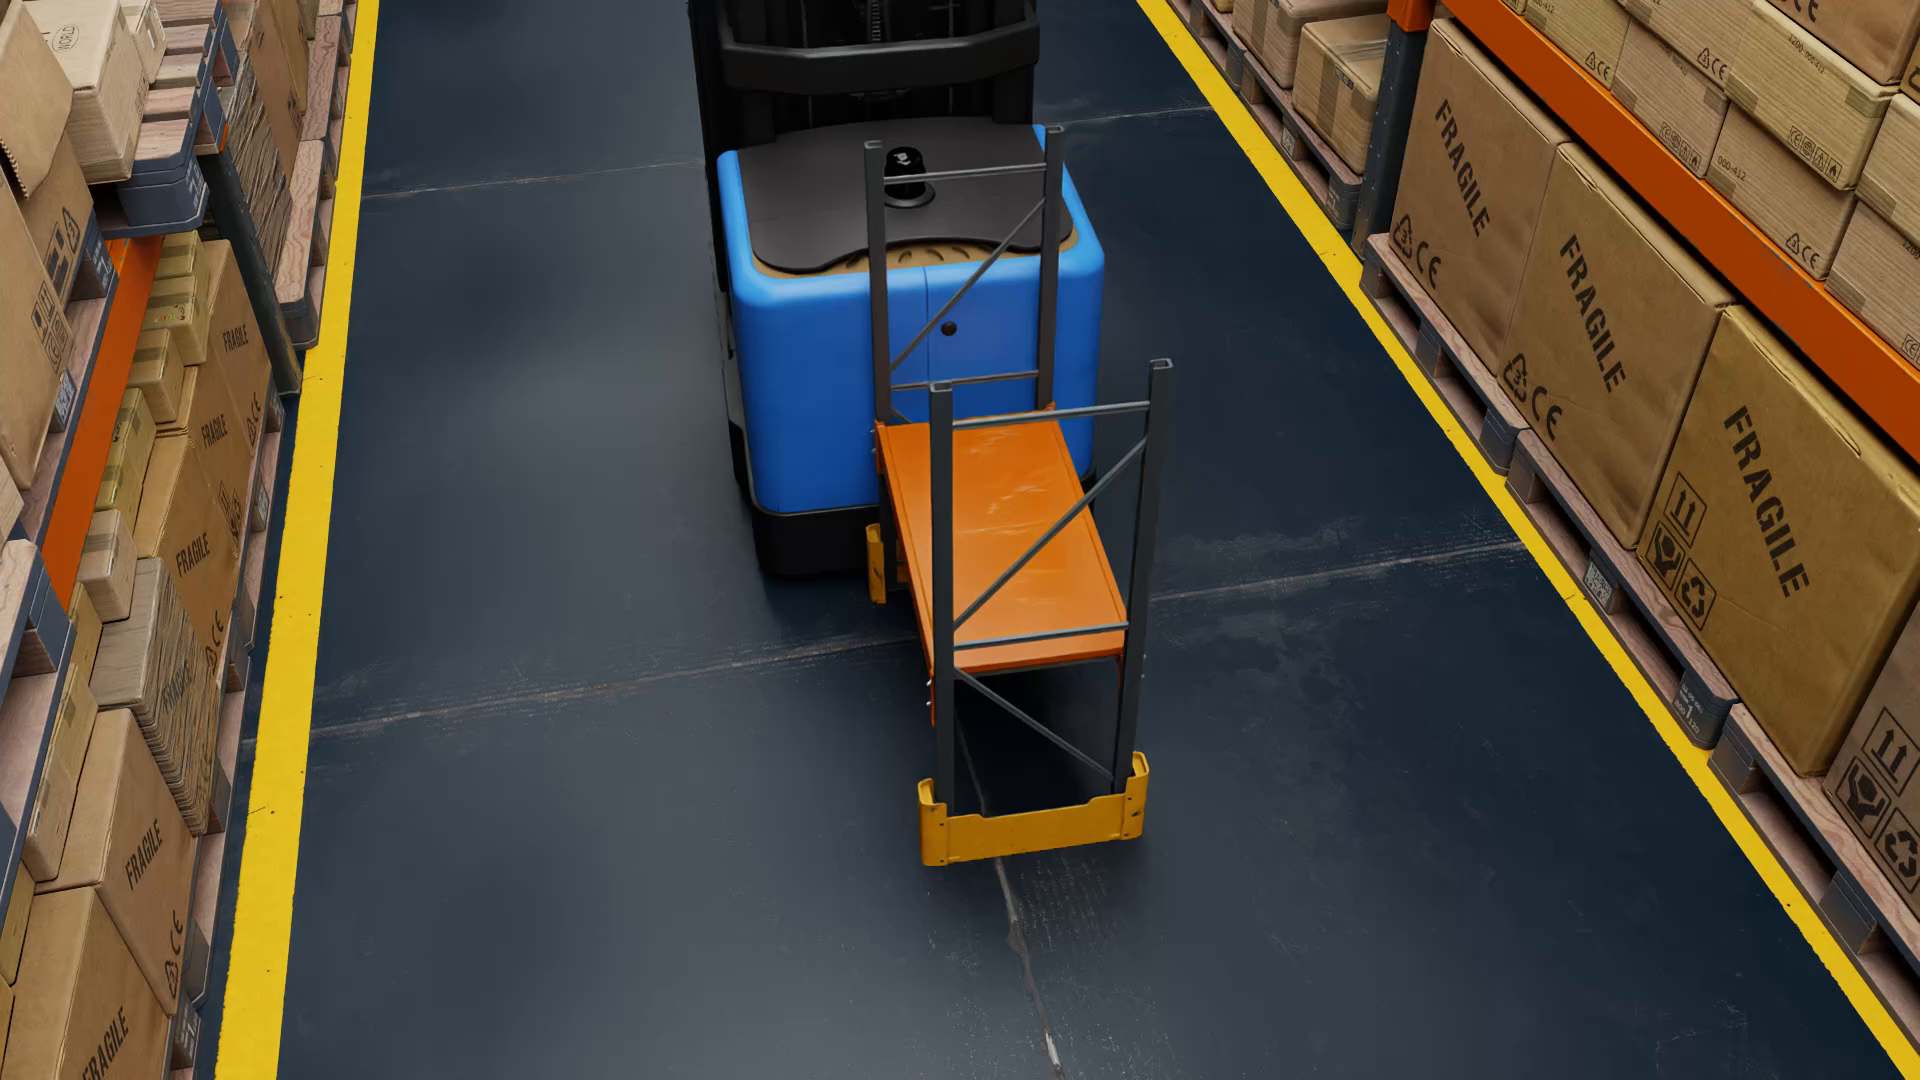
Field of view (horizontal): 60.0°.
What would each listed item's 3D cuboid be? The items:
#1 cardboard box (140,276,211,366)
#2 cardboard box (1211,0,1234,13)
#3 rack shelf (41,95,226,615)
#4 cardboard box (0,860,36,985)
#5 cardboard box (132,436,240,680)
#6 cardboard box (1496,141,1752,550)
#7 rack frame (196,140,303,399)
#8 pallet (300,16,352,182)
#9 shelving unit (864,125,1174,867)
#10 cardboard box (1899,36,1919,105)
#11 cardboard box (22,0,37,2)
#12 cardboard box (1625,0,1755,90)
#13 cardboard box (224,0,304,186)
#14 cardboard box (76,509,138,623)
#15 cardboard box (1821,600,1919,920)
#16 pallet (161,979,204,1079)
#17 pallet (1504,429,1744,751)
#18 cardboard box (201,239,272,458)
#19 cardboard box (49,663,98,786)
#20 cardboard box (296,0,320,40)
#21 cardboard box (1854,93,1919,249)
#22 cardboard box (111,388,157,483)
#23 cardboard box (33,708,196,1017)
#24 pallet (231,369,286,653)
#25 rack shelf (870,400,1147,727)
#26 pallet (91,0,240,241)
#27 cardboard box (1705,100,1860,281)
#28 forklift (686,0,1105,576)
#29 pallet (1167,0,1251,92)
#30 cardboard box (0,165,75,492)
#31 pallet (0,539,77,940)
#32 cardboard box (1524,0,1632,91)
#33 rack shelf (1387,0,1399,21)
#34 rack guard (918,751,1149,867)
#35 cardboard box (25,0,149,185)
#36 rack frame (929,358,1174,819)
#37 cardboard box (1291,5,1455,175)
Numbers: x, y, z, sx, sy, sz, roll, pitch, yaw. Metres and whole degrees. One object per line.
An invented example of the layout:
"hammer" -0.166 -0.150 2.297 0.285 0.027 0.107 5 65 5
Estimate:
"cardboard box" -2.366 -0.603 4.748 0.380 0.149 0.250 -10 43 -12
"cardboard box" 1.599 -2.820 7.830 0.950 0.372 0.625 -7 42 -8
"rack shelf" -2.378 -0.029 3.565 1.077 0.370 4.000 -8 42 -9
"cardboard box" -2.038 0.754 3.219 0.380 0.149 0.250 -9 42 -10
"cardboard box" -2.295 0.091 4.454 0.500 0.500 0.500 -7 42 -7
"cardboard box" 2.293 -0.632 4.987 0.875 0.875 0.875 -8 42 -9
"rack frame" -2.809 -1.594 4.787 1.000 3.000 0.127 -8 42 -9
"pallet" -3.209 -1.880 7.209 1.003 0.211 1.213 -8 42 -9
"shelving unit" 0.101 -0.100 4.233 0.587 1.500 1.083 -7 42 -7
"cardboard box" 2.349 -1.046 3.340 0.500 0.500 0.500 -7 42 -8
"cardboard box" -2.667 -1.861 5.200 0.500 0.250 0.500 -8 42 -9
"cardboard box" 2.111 -1.415 4.321 0.500 0.250 0.500 -8 42 -9
"cardboard box" -3.079 -1.692 6.369 0.875 0.625 0.625 -7 42 -8
"cardboard box" -2.197 0.088 3.969 0.380 0.149 0.250 -10 43 -11
"cardboard box" 2.688 0.532 3.675 0.875 0.875 0.875 -7 42 -8
"pallet" -2.158 1.520 3.379 1.003 0.211 1.213 -8 42 -9
"pallet" 2.393 0.046 5.039 1.003 0.211 1.213 -8 42 -9
"cardboard box" -2.508 -0.573 5.203 0.500 0.500 0.500 -7 42 -8
"cardboard box" -2.107 0.426 3.589 0.380 0.149 0.250 -7 42 -8
"cardboard box" -3.389 -2.615 7.409 0.875 0.625 0.625 -9 42 -10
"cardboard box" 2.335 -0.755 3.577 0.500 0.250 0.500 -7 42 -8
"cardboard box" -2.340 -0.248 4.348 0.380 0.149 0.250 -7 42 -8
"cardboard box" -2.059 0.763 3.698 0.500 0.500 0.500 -10 42 -11
"pallet" -2.685 -0.062 5.161 1.003 0.211 1.213 -8 42 -9
"rack shelf" 0.099 0.029 4.359 0.538 0.185 1.000 -7 42 -7
"pallet" -2.594 -1.093 4.367 1.213 0.211 1.003 -8 42 -9
"cardboard box" 2.242 -0.908 4.126 0.500 0.250 0.500 -8 42 -9
"forklift" -0.346 -1.973 5.265 1.130 2.935 3.031 -7 42 -7
"pallet" 1.609 -2.561 7.976 1.003 0.211 1.213 -8 42 -9
"cardboard box" -2.113 -0.386 3.034 0.700 0.500 0.500 -9 42 -10
"pallet" -2.012 0.537 2.531 1.003 0.211 1.213 -8 42 -9
"cardboard box" 2.025 -1.568 4.870 0.500 0.250 0.500 -9 42 -11
"rack shelf" 1.605 -3.335 7.290 1.077 0.370 4.000 -8 42 -9
"rack guard" 0.187 0.693 4.281 0.587 0.250 0.087 -7 42 -7
"cardboard box" -2.266 -1.058 3.979 0.500 0.250 0.500 -10 43 -11
"rack frame" 0.187 0.227 3.865 0.500 1.500 0.032 -7 42 -7
"cardboard box" 1.924 -1.850 6.738 0.950 0.372 0.625 -11 43 -12
